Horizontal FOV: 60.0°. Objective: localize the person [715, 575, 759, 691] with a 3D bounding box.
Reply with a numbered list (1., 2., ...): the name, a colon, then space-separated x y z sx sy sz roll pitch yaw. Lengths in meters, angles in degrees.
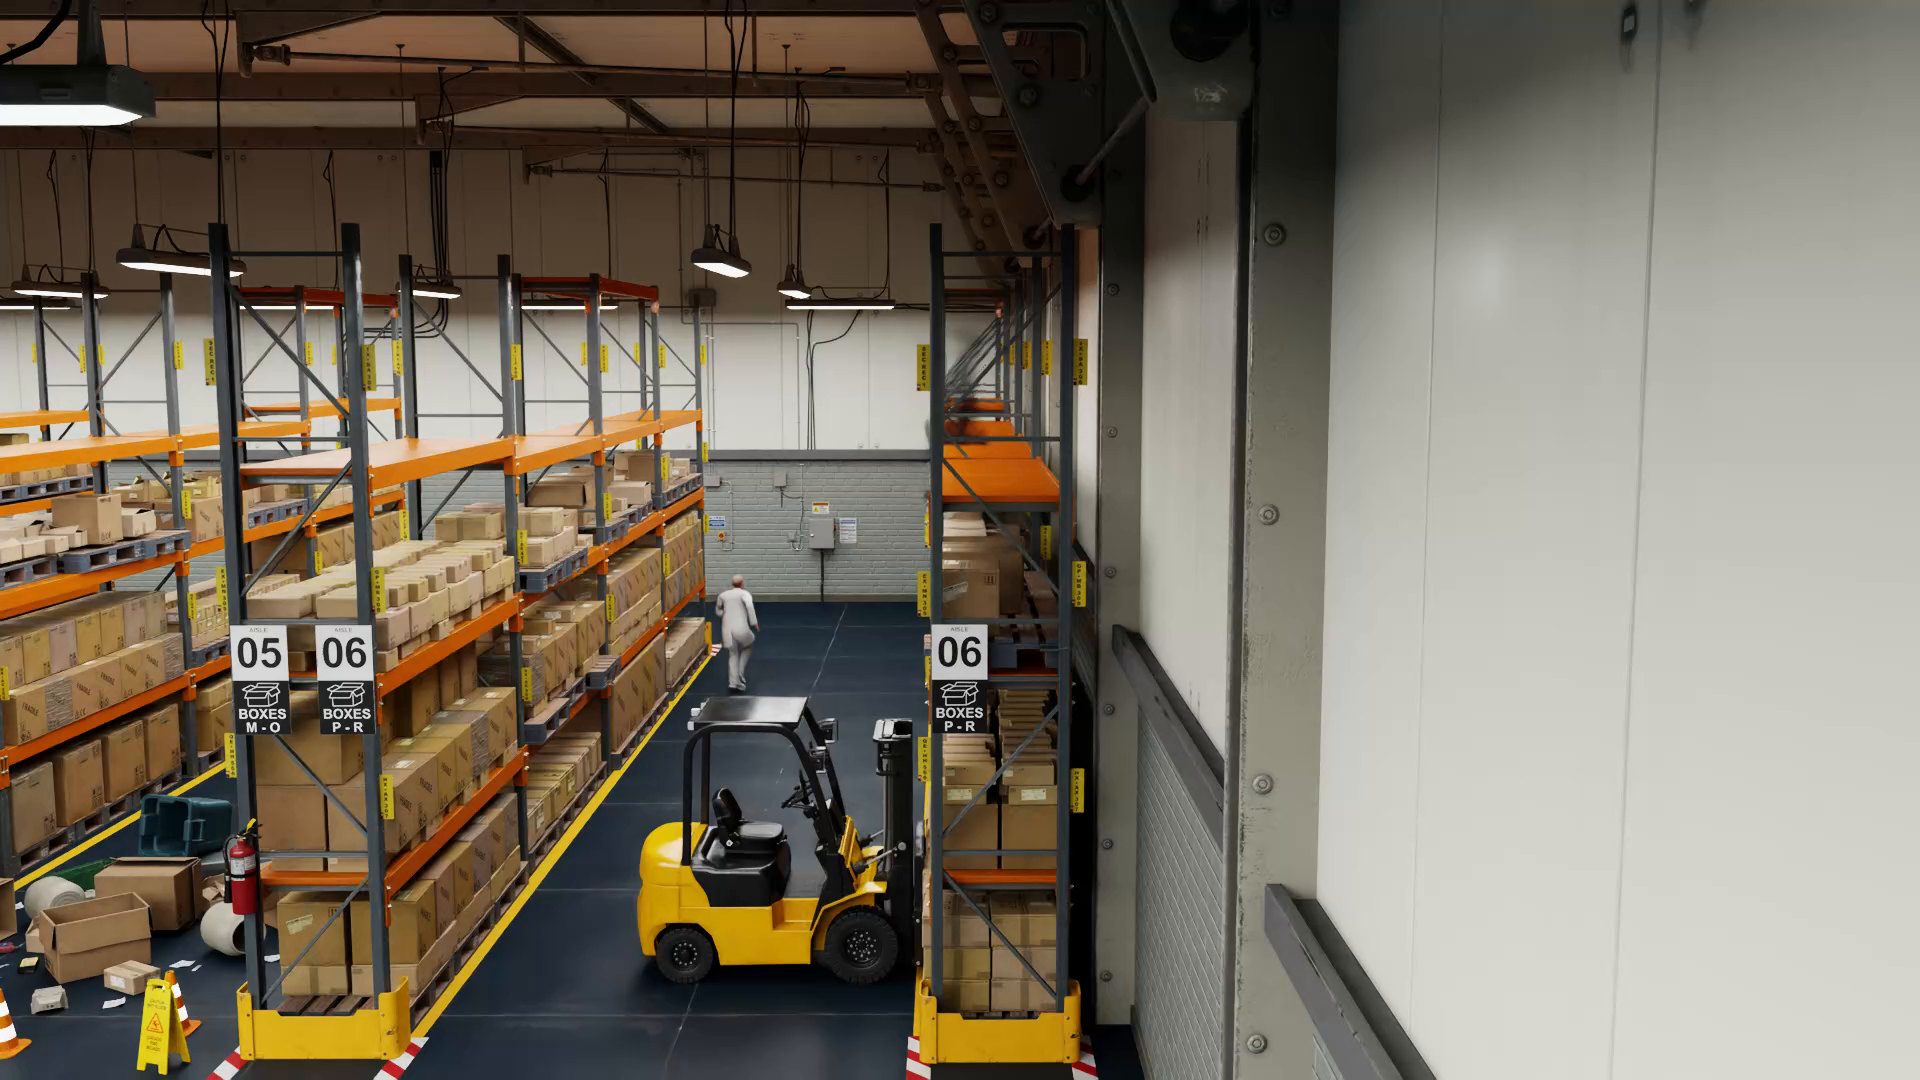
1. person: -3.405 1.418 25.083 0.754 1.711 0.878 1 7 11
